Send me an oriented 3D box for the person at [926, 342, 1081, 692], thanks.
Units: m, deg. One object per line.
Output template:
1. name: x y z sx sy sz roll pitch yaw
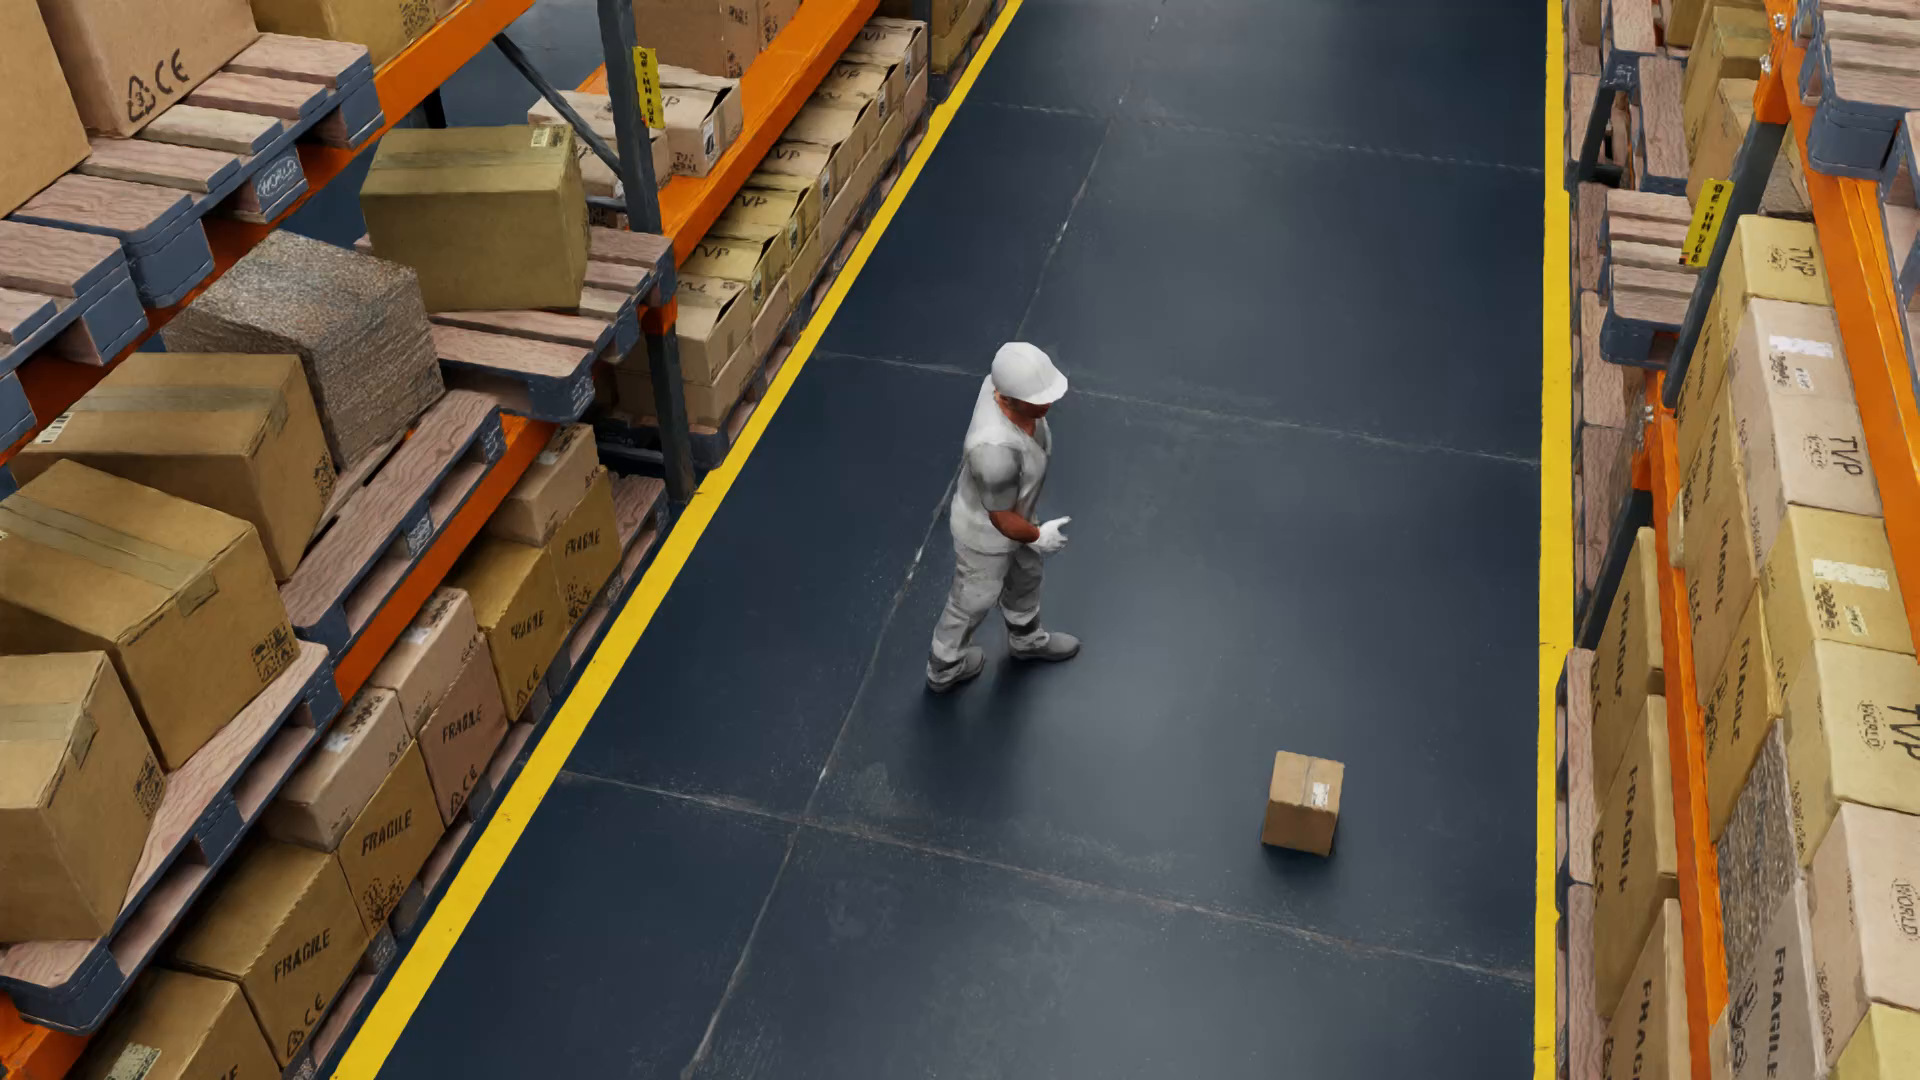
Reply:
1. person: 0.154 -0.074 6.226 0.568 1.772 0.664 10 42 12
